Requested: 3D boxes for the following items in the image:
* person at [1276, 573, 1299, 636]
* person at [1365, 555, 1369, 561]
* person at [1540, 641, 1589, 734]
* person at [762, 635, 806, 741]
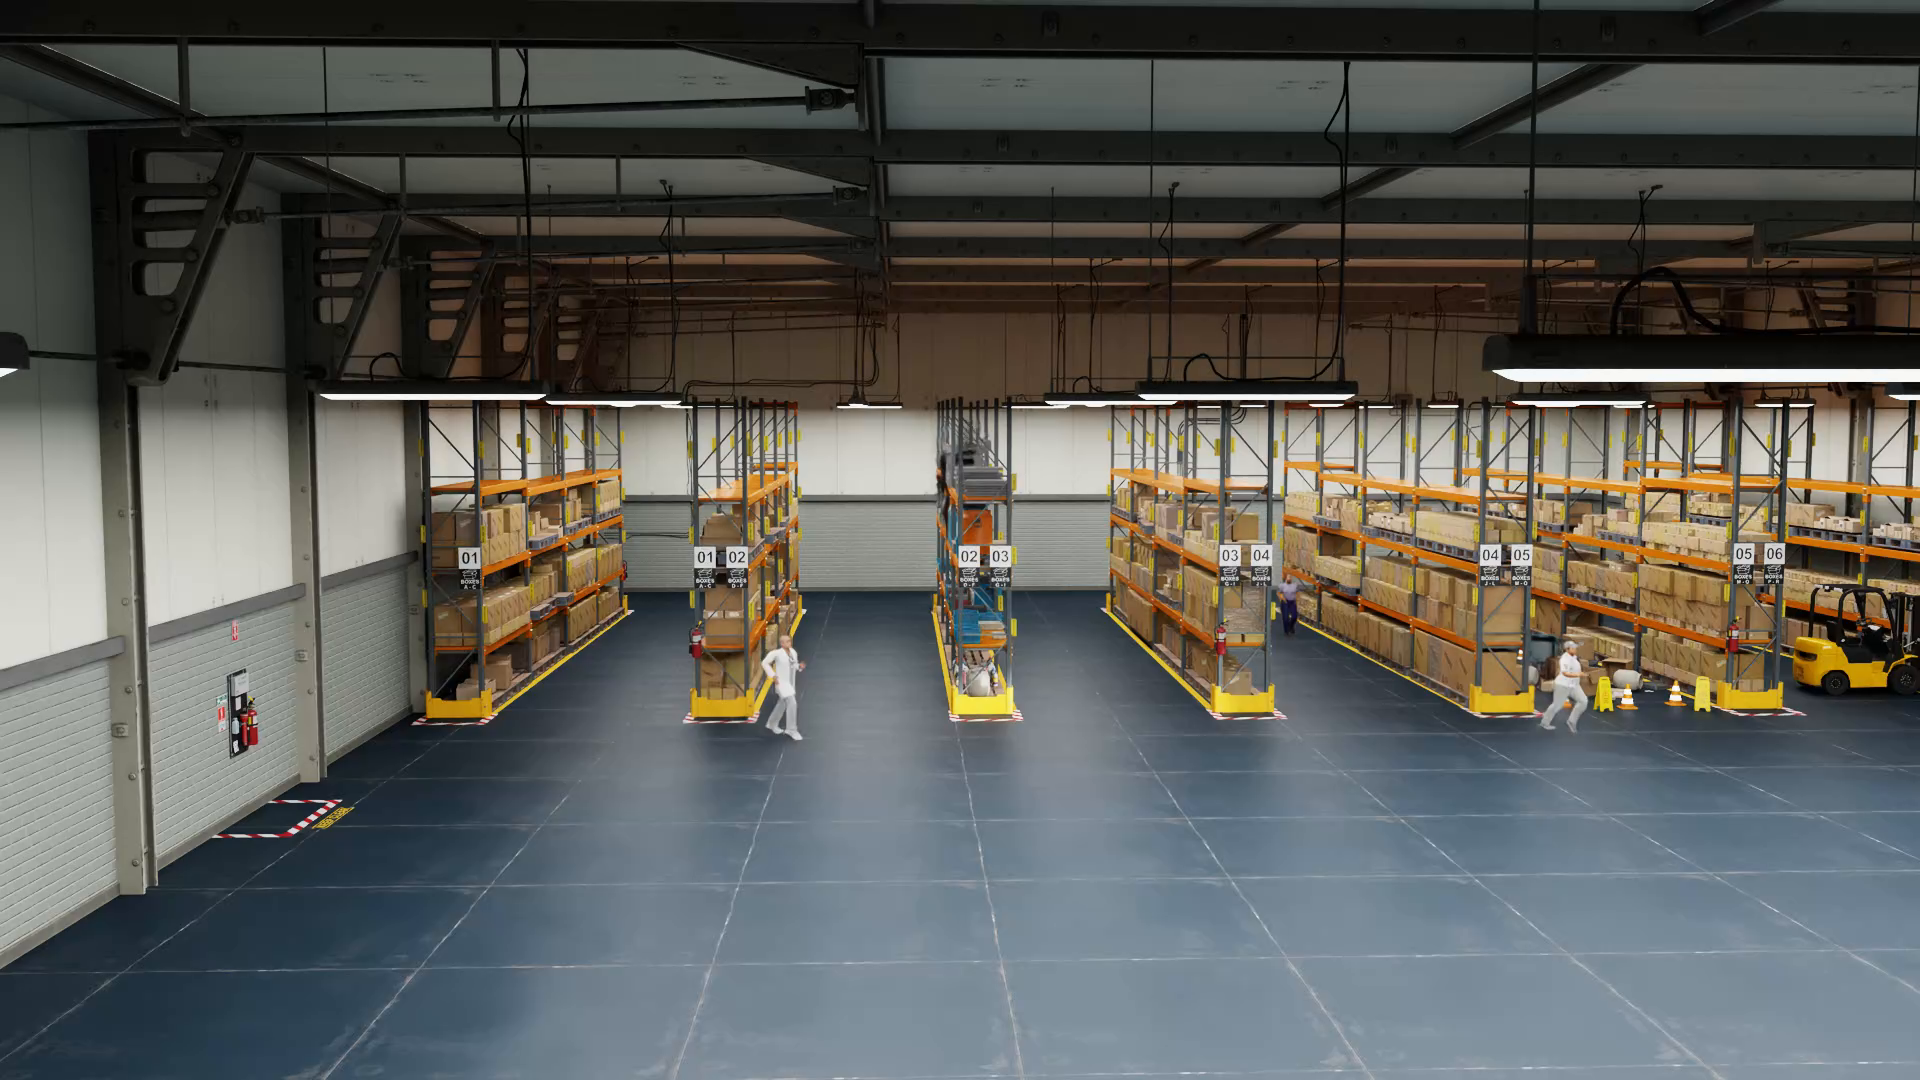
[{"bbox_3d":[8.357,1.696,42.318,0.609,1.529,0.536,0,4,1],"label":"person"},{"bbox_3d":[11.205,1.293,46.020,0.671,1.796,0.725,-1,4,-8],"label":"person"},{"bbox_3d":[10.800,2.616,29.569,0.612,1.682,0.847,-4,6,-42],"label":"person"},{"bbox_3d":[-3.081,2.564,29.143,0.879,1.814,0.693,3,5,31],"label":"person"}]
